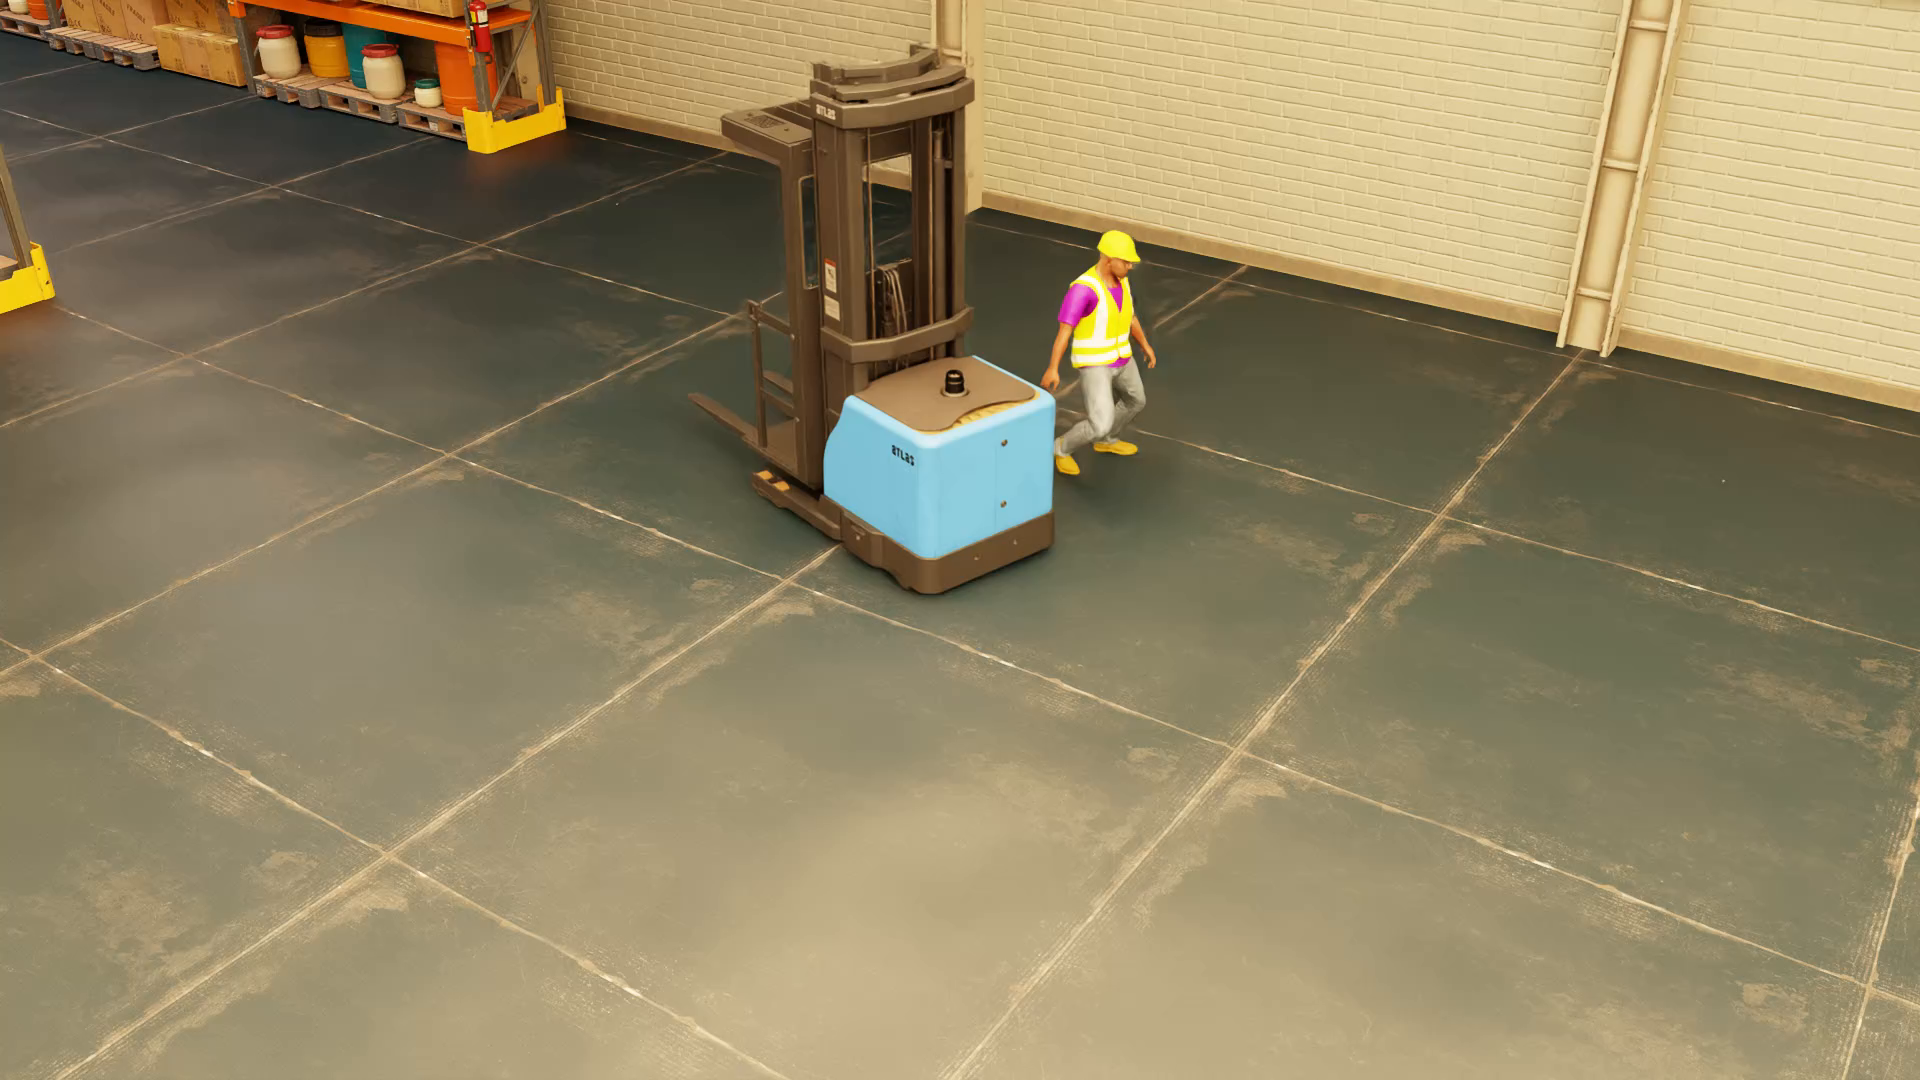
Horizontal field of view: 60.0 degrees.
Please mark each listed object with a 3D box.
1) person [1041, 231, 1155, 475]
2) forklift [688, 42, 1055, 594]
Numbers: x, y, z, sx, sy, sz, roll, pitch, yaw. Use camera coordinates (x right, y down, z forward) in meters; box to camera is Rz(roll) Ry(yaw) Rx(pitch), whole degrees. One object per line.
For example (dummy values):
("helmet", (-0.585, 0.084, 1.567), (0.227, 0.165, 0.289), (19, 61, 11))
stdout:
("person", (0.940, -1.195, 10.906), (0.488, 1.672, 0.954), (26, 39, 37))
("forklift", (-0.731, -1.621, 10.373), (1.130, 2.935, 3.031), (-22, 37, -33))
